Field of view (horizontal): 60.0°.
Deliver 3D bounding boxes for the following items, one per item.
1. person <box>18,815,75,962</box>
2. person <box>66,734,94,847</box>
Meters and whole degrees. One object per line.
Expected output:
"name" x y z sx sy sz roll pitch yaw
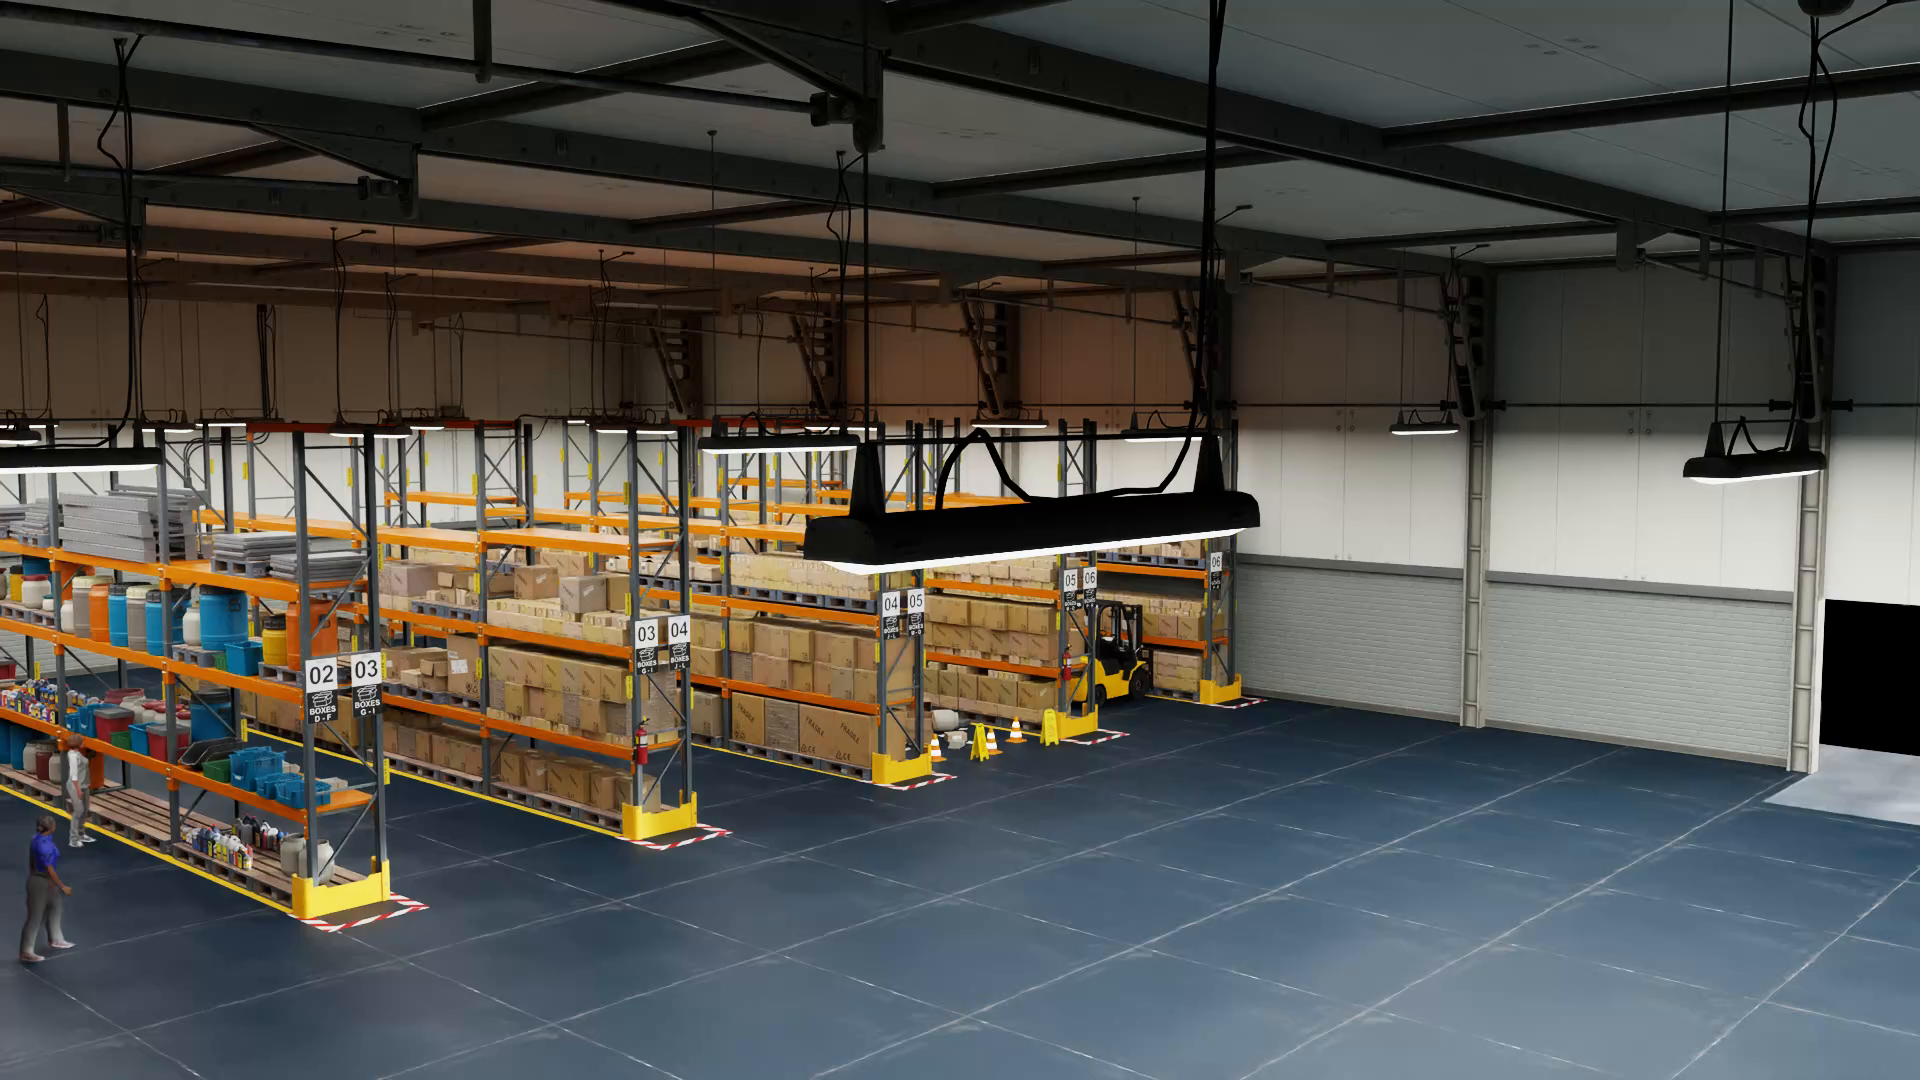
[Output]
"person" -10.505 3.969 19.087 0.580 1.679 0.596 -2 5 -26
"person" -12.708 3.613 23.986 0.330 1.632 0.516 0 5 -5
